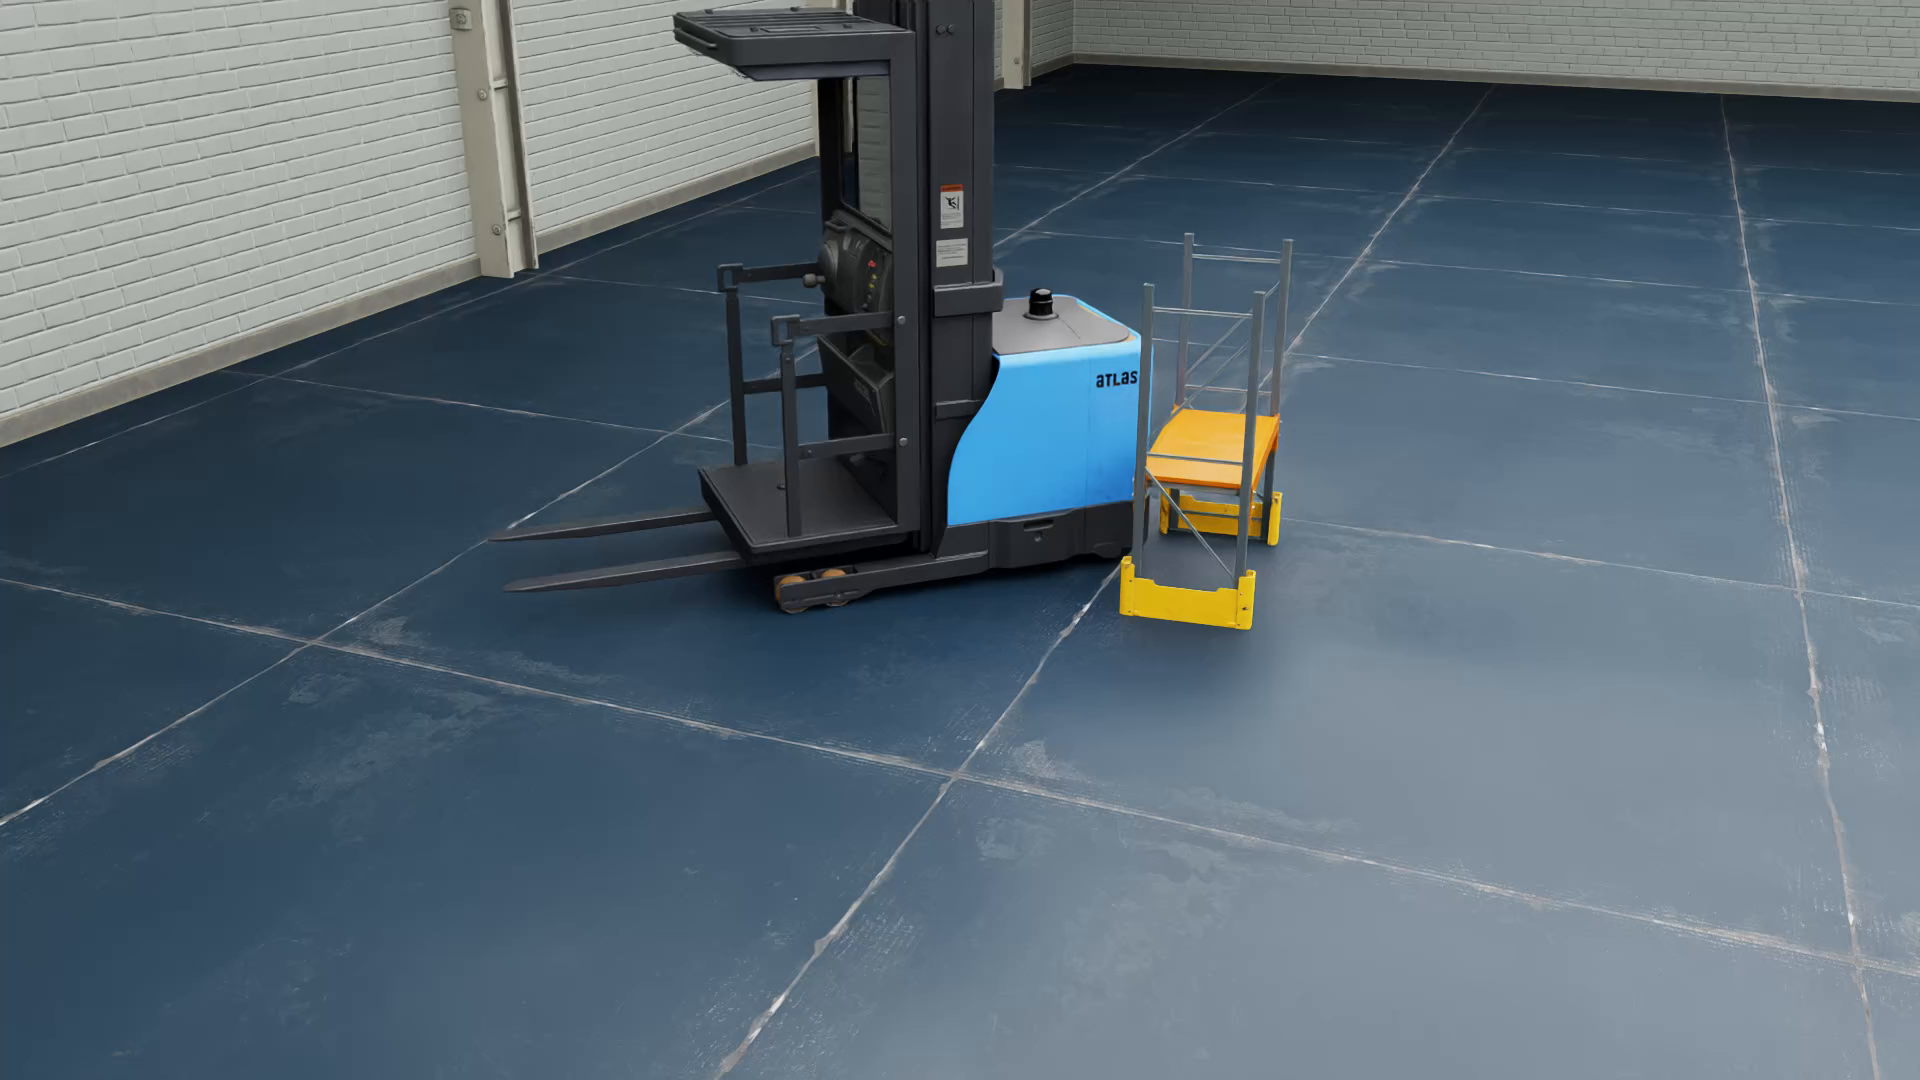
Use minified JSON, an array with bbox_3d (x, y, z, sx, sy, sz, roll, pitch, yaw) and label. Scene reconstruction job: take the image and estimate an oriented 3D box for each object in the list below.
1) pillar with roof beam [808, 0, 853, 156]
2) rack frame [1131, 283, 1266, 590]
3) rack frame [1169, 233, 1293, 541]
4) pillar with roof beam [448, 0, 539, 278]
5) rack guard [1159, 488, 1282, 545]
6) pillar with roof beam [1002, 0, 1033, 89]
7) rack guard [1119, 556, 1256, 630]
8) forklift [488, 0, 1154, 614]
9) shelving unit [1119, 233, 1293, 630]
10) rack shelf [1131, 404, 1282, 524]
[{"bbox_3d":[2.575,-7.859,15.389,9.100,9.000,0.400,9,24,20],"label":"pillar with roof beam"},{"bbox_3d":[1.003,-0.343,7.125,0.500,1.500,0.032,7,24,15],"label":"rack frame"},{"bbox_3d":[1.294,-0.718,8.024,0.500,1.500,0.032,7,24,15],"label":"rack frame"},{"bbox_3d":[0.346,-5.712,10.249,9.100,9.000,0.400,9,24,20],"label":"pillar with roof beam"},{"bbox_3d":[1.288,-0.135,8.248,0.587,0.250,0.087,7,24,15],"label":"rack guard"},{"bbox_3d":[4.804,-10.006,20.529,9.100,9.000,0.400,9,24,20],"label":"pillar with roof beam"},{"bbox_3d":[1.004,0.233,7.367,0.587,0.250,0.087,7,24,15],"label":"rack guard"},{"bbox_3d":[-0.659,-1.253,7.446,3.031,2.935,1.130,-8,24,-19],"label":"forklift"},{"bbox_3d":[1.146,-0.527,7.566,0.587,1.500,1.083,7,24,15],"label":"shelving unit"},{"bbox_3d":[1.148,-0.365,7.644,0.538,0.185,1.000,7,24,15],"label":"rack shelf"}]
